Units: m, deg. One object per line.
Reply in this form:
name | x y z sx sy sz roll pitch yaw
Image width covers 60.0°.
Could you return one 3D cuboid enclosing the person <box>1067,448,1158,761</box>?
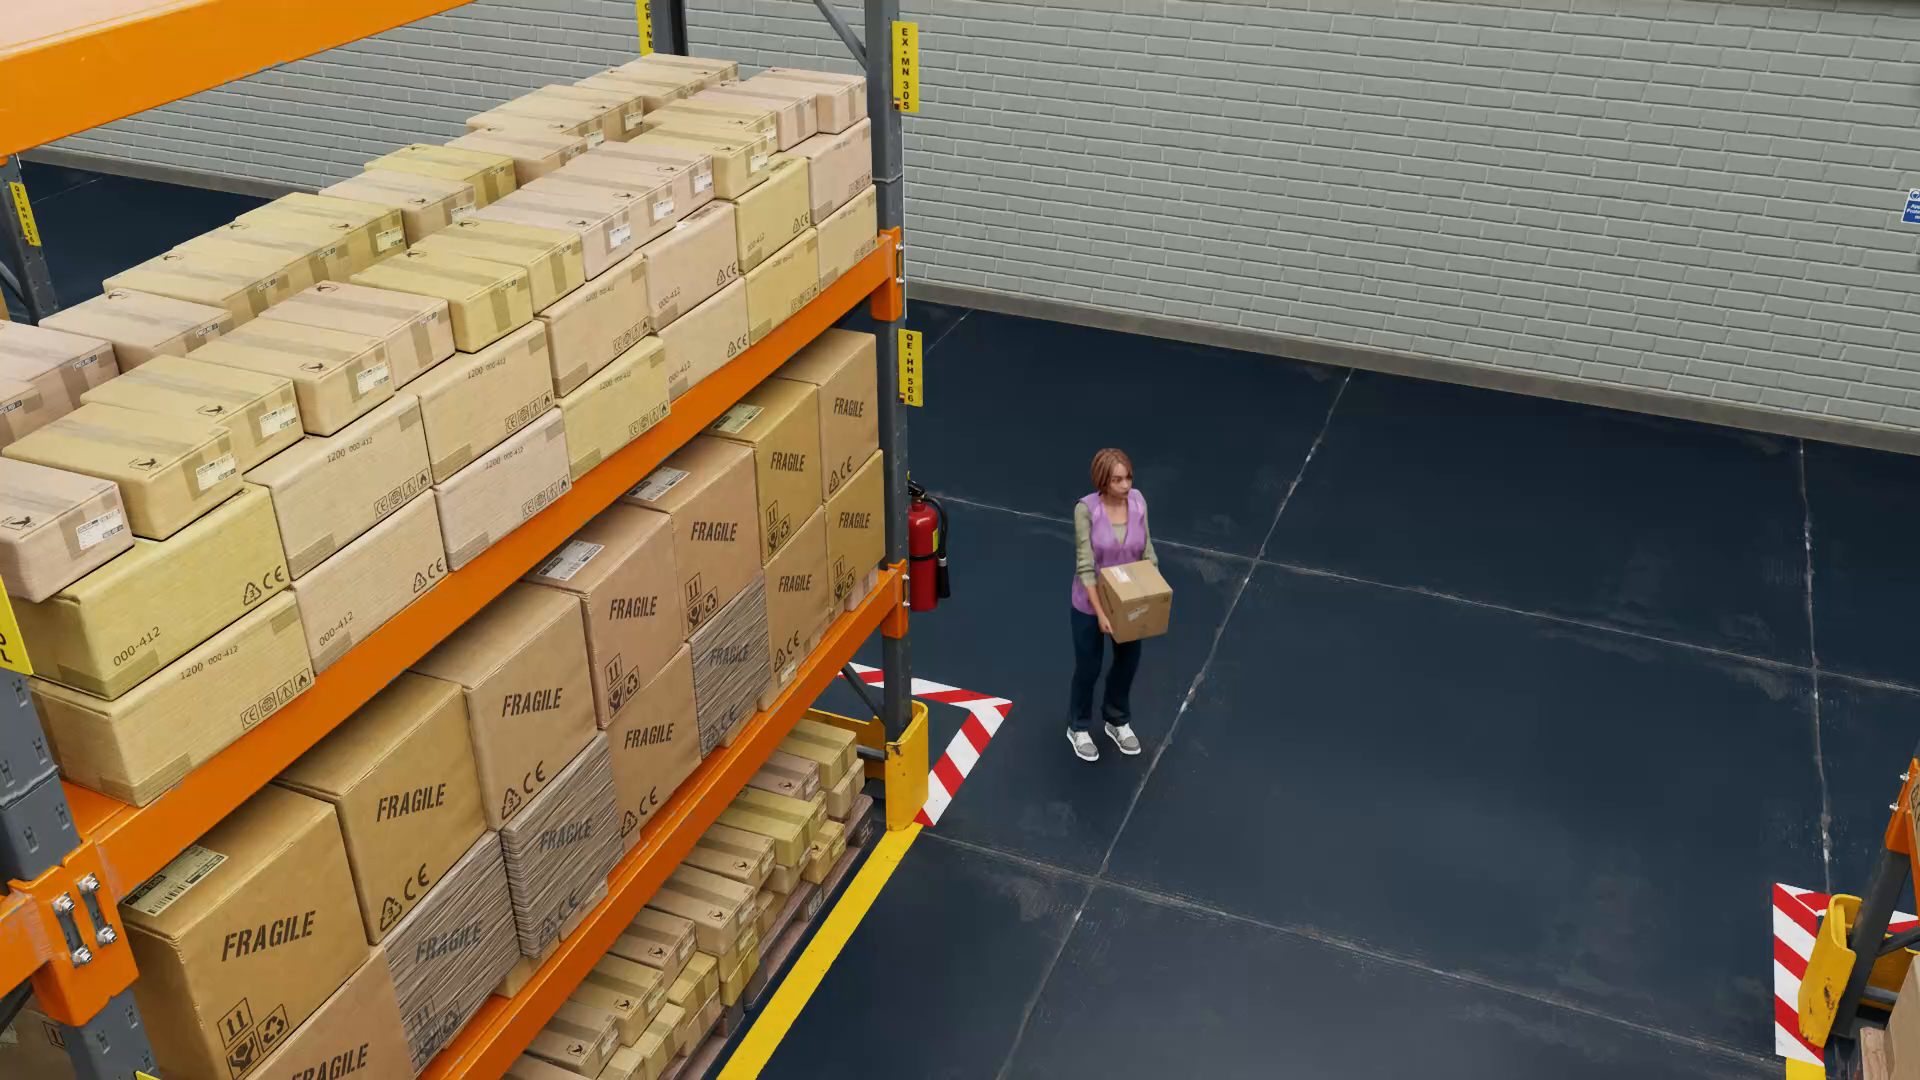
person | 0.729 0.356 7.813 0.404 1.567 0.494 -11 32 -18
